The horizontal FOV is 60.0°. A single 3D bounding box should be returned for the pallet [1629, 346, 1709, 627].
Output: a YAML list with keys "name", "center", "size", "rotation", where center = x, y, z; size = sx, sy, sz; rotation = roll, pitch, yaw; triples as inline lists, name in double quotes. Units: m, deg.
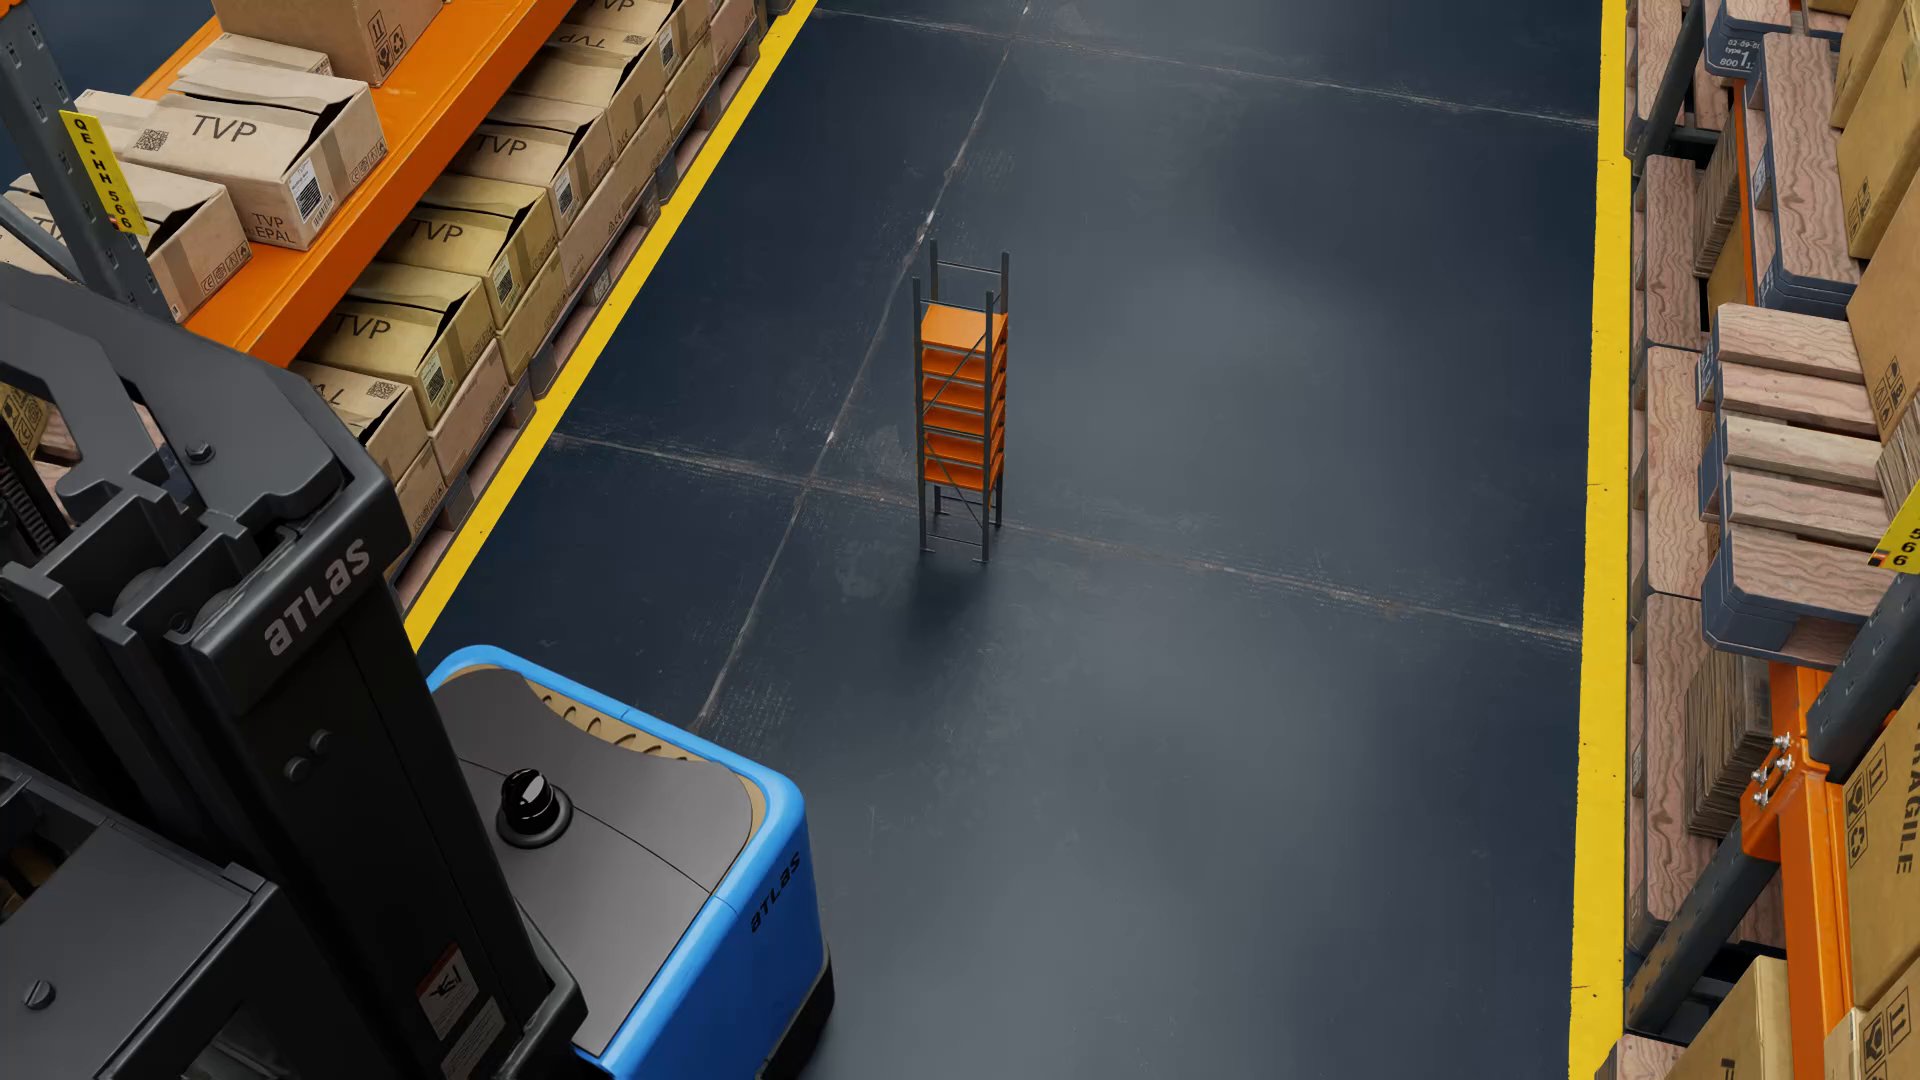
- name: "pallet"
  center: [2.852, -0.115, 5.711]
  size: [1.003, 0.211, 1.213]
  rotation: [12, 50, 10]

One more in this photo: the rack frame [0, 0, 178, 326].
- name: "rack frame"
  center: [-2.459, -0.568, 4.251]
  size: [1.000, 3.000, 0.127]
  rotation: [12, 50, 10]

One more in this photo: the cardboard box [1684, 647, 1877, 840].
- name: "cardboard box"
  center: [2.461, 0.557, 4.632]
  size: [0.700, 0.500, 0.500]
  rotation: [12, 50, 11]

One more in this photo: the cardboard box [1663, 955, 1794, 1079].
- name: "cardboard box"
  center: [2.001, 1.485, 3.593]
  size: [0.750, 0.750, 0.750]
  rotation: [11, 49, 10]

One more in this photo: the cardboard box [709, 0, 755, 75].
- name: "cardboard box"
  center: [-1.235, -2.334, 7.363]
  size: [0.500, 0.250, 0.500]
  rotation: [11, 50, 10]

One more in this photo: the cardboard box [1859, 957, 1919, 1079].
- name: "cardboard box"
  center: [1.800, 0.946, 2.636]
  size: [0.500, 0.500, 0.500]
  rotation: [13, 50, 11]

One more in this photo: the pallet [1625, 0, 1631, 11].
- name: "pallet"
  center: [3.836, -2.942, 8.206]
  size: [1.003, 0.211, 1.213]
  rotation: [12, 50, 10]

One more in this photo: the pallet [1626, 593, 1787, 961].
- name: "pallet"
  center: [2.529, 0.764, 4.935]
  size: [1.003, 0.211, 1.213]
  rotation: [12, 50, 10]

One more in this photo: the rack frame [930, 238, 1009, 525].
- name: "rack frame"
  center: [0.028, -0.474, 5.368]
  size: [0.240, 1.200, 0.006]
  rotation: [12, 50, 10]

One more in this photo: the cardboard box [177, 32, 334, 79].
- name: "cardboard box"
  center: [-2.177, -1.419, 5.169]
  size: [0.380, 0.149, 0.250]
  rotation: [15, 50, 13]

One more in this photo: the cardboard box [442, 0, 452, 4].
- name: "cardboard box"
  center: [-1.894, -2.199, 5.624]
  size: [0.500, 0.500, 0.500]
  rotation: [12, 50, 10]

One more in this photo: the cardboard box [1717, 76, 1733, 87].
- name: "cardboard box"
  center: [3.486, -2.088, 7.188]
  size: [0.380, 0.166, 0.250]
  rotation: [6, 49, 5]

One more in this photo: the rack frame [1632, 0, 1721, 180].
- name: "rack frame"
  center: [3.374, -2.487, 5.944]
  size: [1.000, 3.000, 0.127]
  rotation: [12, 50, 10]

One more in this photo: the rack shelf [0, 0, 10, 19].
- name: "rack shelf"
  center: [-2.985, 0.124, 2.119]
  size: [1.077, 0.370, 4.000]
  rotation: [12, 50, 10]

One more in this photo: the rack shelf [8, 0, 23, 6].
- name: "rack shelf"
  center: [-1.932, -2.770, 4.673]
  size: [1.077, 0.370, 4.000]
  rotation: [12, 50, 10]

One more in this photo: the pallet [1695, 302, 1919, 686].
- name: "pallet"
  center: [2.406, -0.067, 3.936]
  size: [1.213, 0.211, 1.003]
  rotation: [12, 50, 10]

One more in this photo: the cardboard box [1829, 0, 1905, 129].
- name: "cardboard box"
  center: [2.910, -1.419, 4.642]
  size: [0.700, 0.500, 0.500]
  rotation: [18, 51, 15]

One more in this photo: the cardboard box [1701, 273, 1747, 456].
- name: "cardboard box"
  center: [2.936, -0.525, 5.586]
  size: [0.700, 0.500, 0.500]
  rotation: [12, 50, 10]

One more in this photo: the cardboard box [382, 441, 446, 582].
- name: "cardboard box"
  center: [-2.037, -0.118, 5.408]
  size: [0.500, 0.250, 0.500]
  rotation: [11, 50, 10]

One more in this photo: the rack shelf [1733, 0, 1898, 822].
- name: "rack shelf"
  center: [2.848, -0.802, 4.937]
  size: [1.077, 0.370, 4.000]
  rotation: [12, 50, 10]

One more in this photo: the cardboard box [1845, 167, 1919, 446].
- name: "cardboard box"
  center: [2.556, -0.524, 3.852]
  size: [0.700, 0.500, 0.500]
  rotation: [7, 49, 6]

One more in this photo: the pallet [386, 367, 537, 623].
- name: "pallet"
  center: [-2.204, -0.233, 5.815]
  size: [1.003, 0.211, 1.213]
  rotation: [12, 50, 10]

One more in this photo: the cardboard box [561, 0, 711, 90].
- name: "cardboard box"
  center: [-1.367, -2.149, 6.826]
  size: [0.500, 0.311, 0.500]
  rotation: [13, 50, 11]

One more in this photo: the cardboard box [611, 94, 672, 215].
- name: "cardboard box"
  center: [-1.504, -1.598, 6.714]
  size: [0.500, 0.250, 0.500]
  rotation: [13, 50, 11]

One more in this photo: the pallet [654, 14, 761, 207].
- name: "pallet"
  center: [-1.562, -1.998, 7.373]
  size: [1.003, 0.211, 1.213]
  rotation: [12, 50, 10]

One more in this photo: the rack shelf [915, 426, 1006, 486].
- name: "rack shelf"
  center: [0.004, -0.299, 5.433]
  size: [0.258, 0.103, 0.180]
  rotation: [12, 50, 10]

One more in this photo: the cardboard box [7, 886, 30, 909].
- name: "cardboard box"
  center: [-2.478, 0.836, 4.385]
  size: [0.500, 0.500, 0.500]
  rotation: [13, 50, 12]

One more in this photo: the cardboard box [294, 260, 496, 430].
- name: "cardboard box"
  center: [-1.907, -0.686, 5.534]
  size: [0.500, 0.311, 0.500]
  rotation: [10, 49, 9]

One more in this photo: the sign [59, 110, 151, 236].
- name: "sign"
  center: [-1.933, -0.825, 3.758]
  size: [0.100, 0.325, 0.005]
  rotation: [12, 50, 10]

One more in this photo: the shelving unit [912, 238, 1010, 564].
- name: "shelving unit"
  center: [0.004, -0.407, 5.309]
  size: [0.258, 1.200, 0.189]
  rotation: [12, 50, 10]

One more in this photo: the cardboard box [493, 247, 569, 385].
- name: "cardboard box"
  center: [-1.775, -0.859, 6.062]
  size: [0.500, 0.250, 0.500]
  rotation: [10, 49, 9]

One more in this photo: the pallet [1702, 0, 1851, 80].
- name: "pallet"
  center: [3.033, -1.899, 5.554]
  size: [1.003, 0.211, 1.213]
  rotation: [12, 50, 10]

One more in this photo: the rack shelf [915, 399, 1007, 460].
- name: "rack shelf"
  center: [0.004, -0.378, 5.343]
  size: [0.258, 0.103, 0.180]
  rotation: [12, 50, 10]

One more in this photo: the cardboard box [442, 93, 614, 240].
- name: "cardboard box"
  center: [-1.636, -1.426, 6.188]
  size: [0.500, 0.311, 0.500]
  rotation: [11, 49, 10]

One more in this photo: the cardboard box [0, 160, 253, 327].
- name: "cardboard box"
  center: [-2.321, -0.793, 4.509]
  size: [0.500, 0.311, 0.500]
  rotation: [14, 50, 12]

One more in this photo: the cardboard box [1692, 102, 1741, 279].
- name: "cardboard box"
  center: [3.197, -1.270, 6.244]
  size: [0.700, 0.500, 0.500]
  rotation: [13, 50, 11]

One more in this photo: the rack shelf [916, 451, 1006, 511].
- name: "rack shelf"
  center: [0.004, -0.219, 5.523]
  size: [0.258, 0.103, 0.180]
  rotation: [12, 50, 10]

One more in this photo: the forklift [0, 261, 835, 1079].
- name: "forklift"
  center: [-1.463, 1.127, 2.801]
  size: [1.130, 2.935, 3.031]
  rotation: [21, 52, 18]
